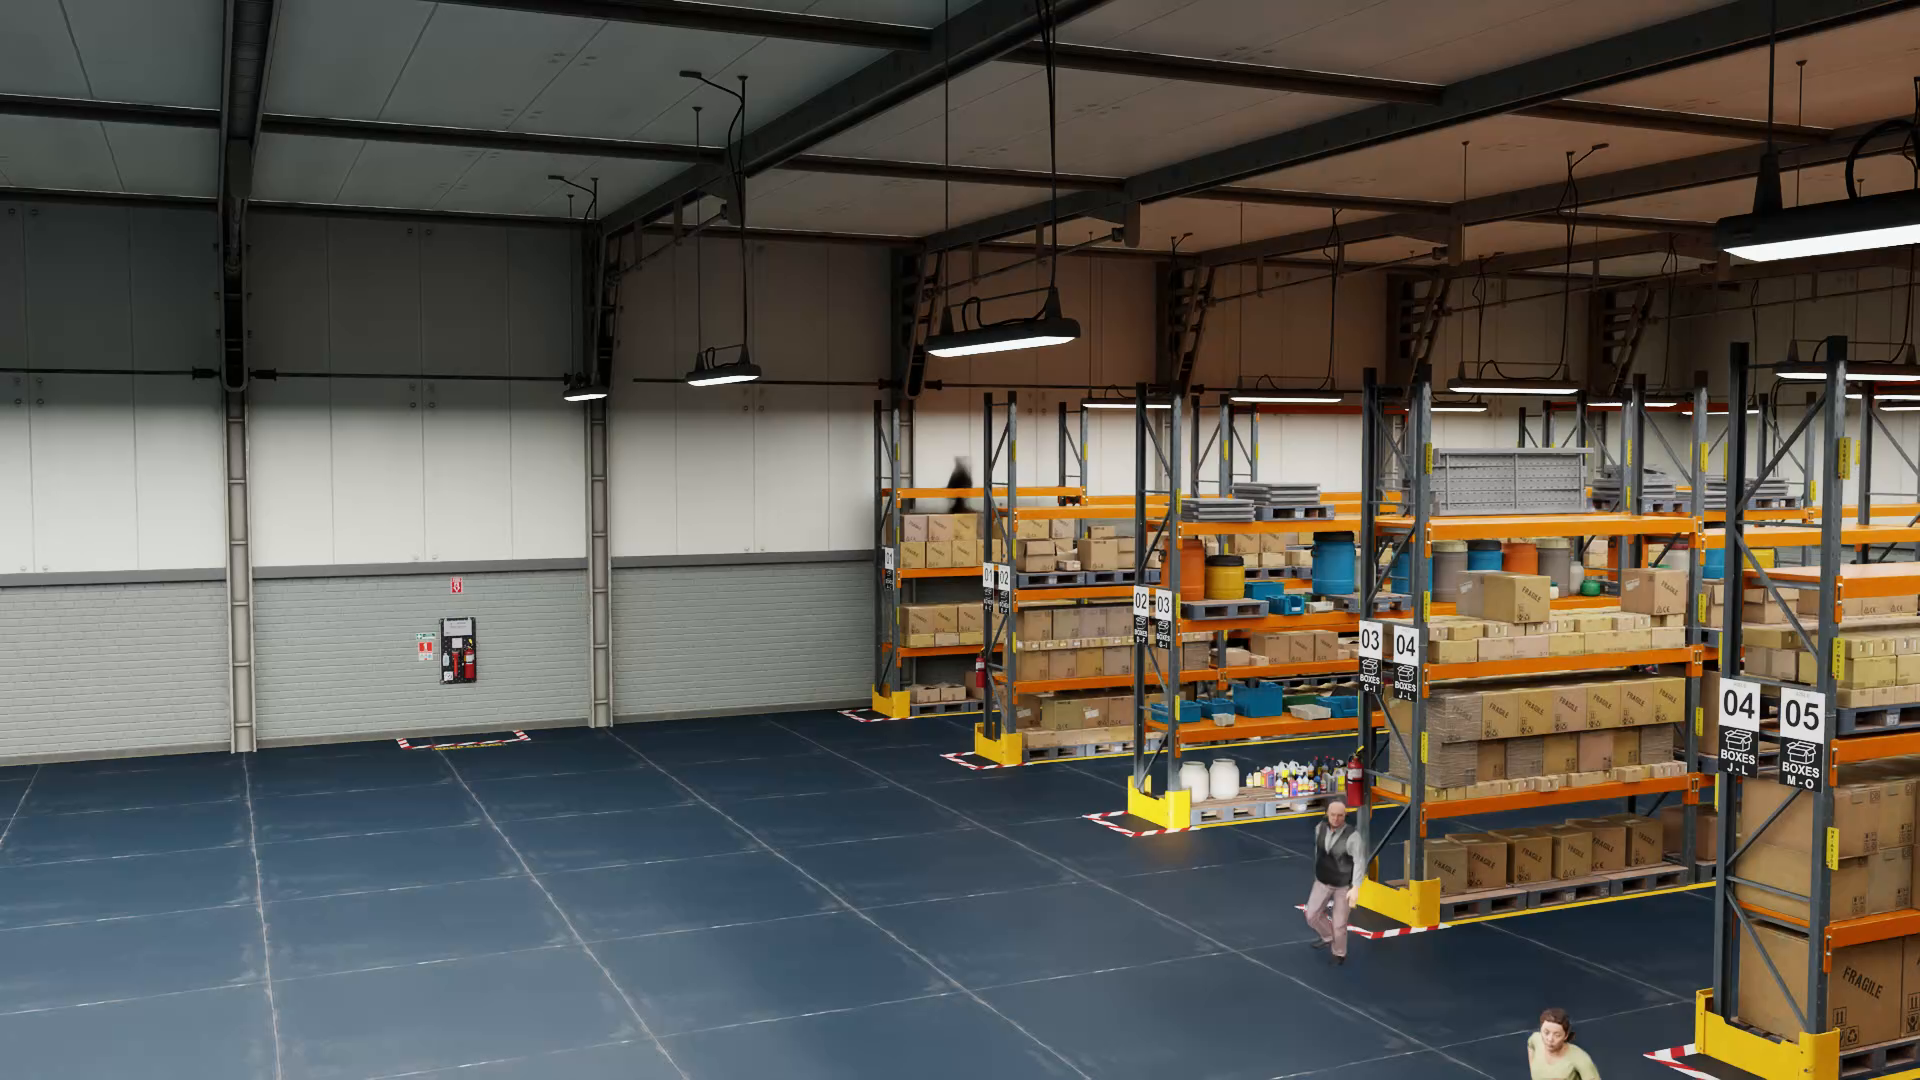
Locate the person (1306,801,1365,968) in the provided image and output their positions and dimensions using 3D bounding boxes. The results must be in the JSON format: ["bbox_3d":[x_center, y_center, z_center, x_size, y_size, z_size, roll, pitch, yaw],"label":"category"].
[{"bbox_3d":[3.710,3.381,16.396,0.691,1.697,0.541,3,4,41],"label":"person"}]

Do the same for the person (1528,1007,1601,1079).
[{"bbox_3d":[3.903,3.745,10.711,0.552,1.602,0.829,2,4,34],"label":"person"}]

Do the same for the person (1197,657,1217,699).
[{"bbox_3d":[4.496,2.659,30.818,0.932,1.415,0.652,0,3,1],"label":"person"}]
